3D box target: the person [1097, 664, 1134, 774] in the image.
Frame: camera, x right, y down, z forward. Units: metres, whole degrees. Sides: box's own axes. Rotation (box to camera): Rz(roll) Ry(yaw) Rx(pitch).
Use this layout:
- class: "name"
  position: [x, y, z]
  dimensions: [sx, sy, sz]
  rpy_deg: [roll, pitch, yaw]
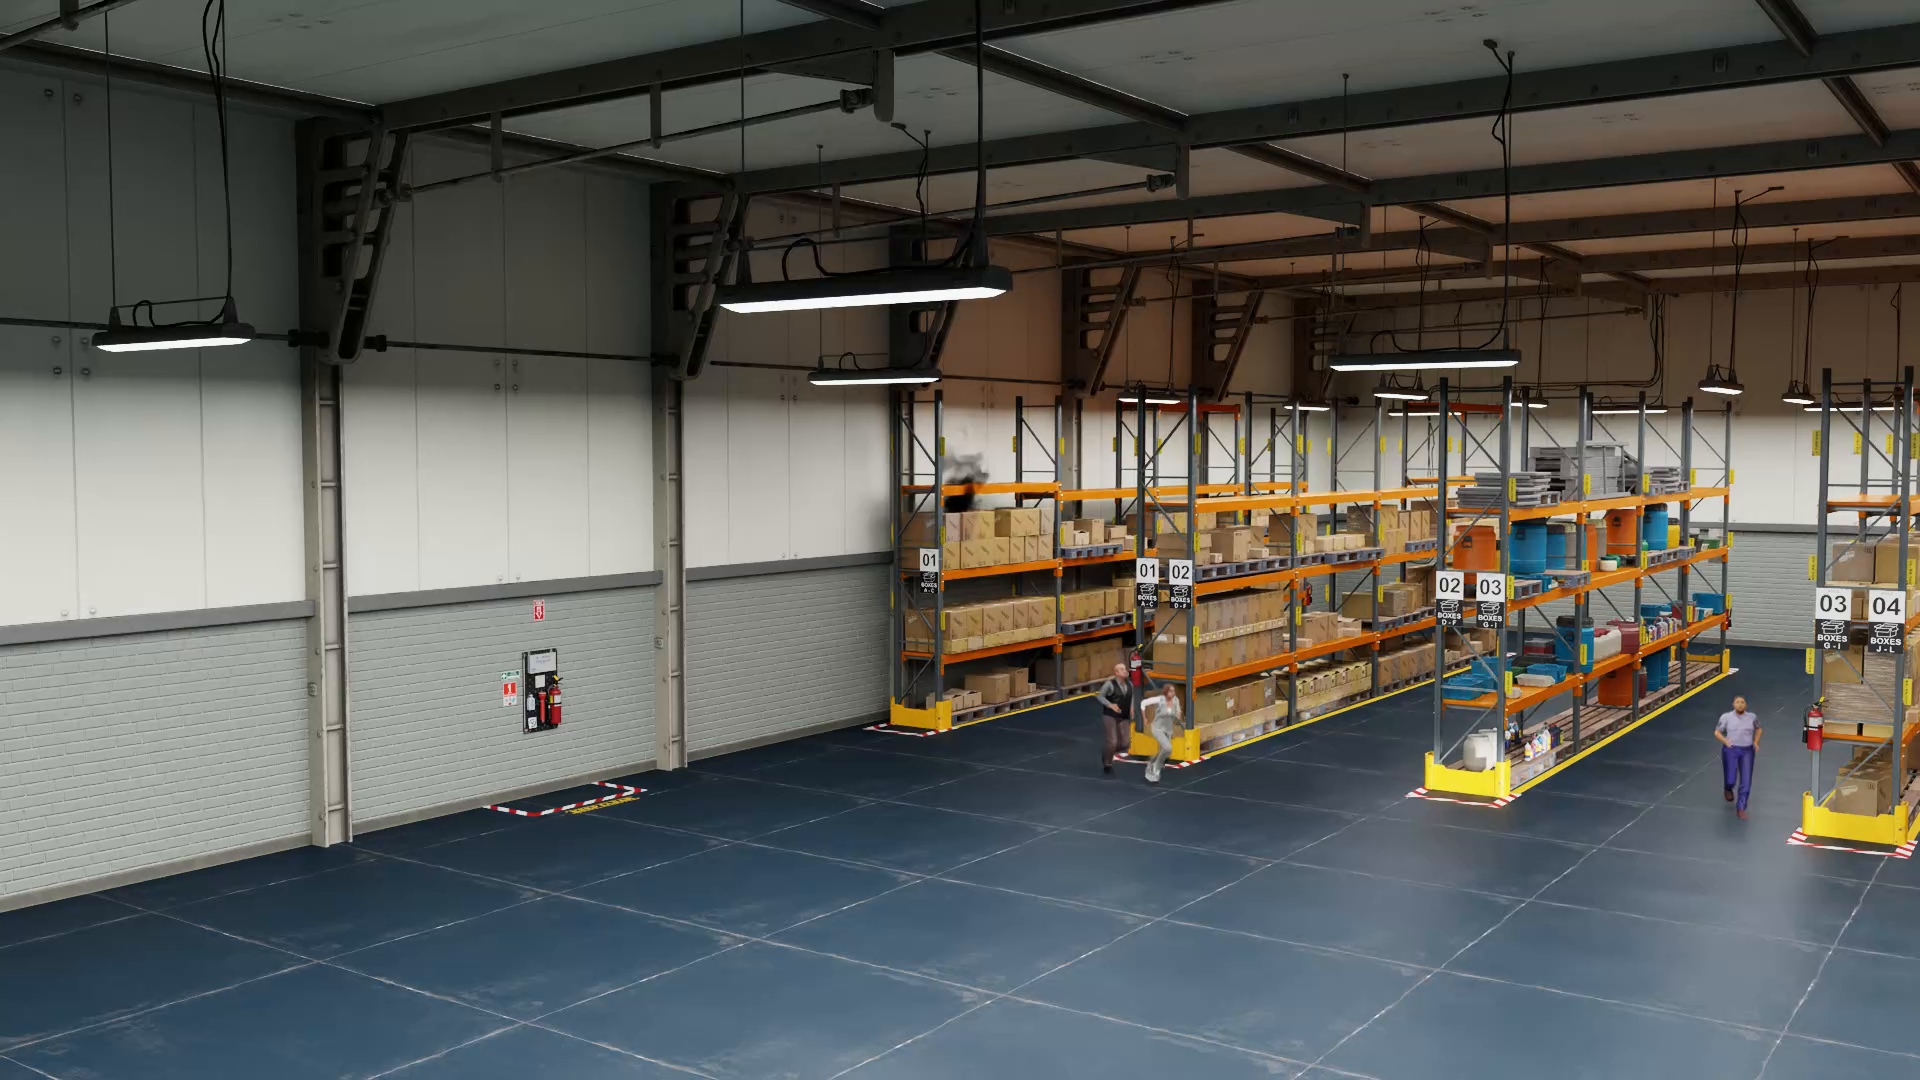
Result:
- class: "person"
  position: [2.436, 2.734, 25.570]
  dimensions: [0.699, 1.665, 0.620]
  rpy_deg: [-1, 4, -24]

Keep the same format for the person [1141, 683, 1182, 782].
- class: "person"
  position: [2.975, 2.844, 24.479]
  dimensions: [0.525, 1.525, 0.802]
  rpy_deg: [-2, 4, -31]

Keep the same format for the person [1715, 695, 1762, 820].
- class: "person"
  position: [10.594, 2.918, 22.624]
  dimensions: [0.607, 1.639, 0.849]
  rpy_deg: [1, 3, 19]
